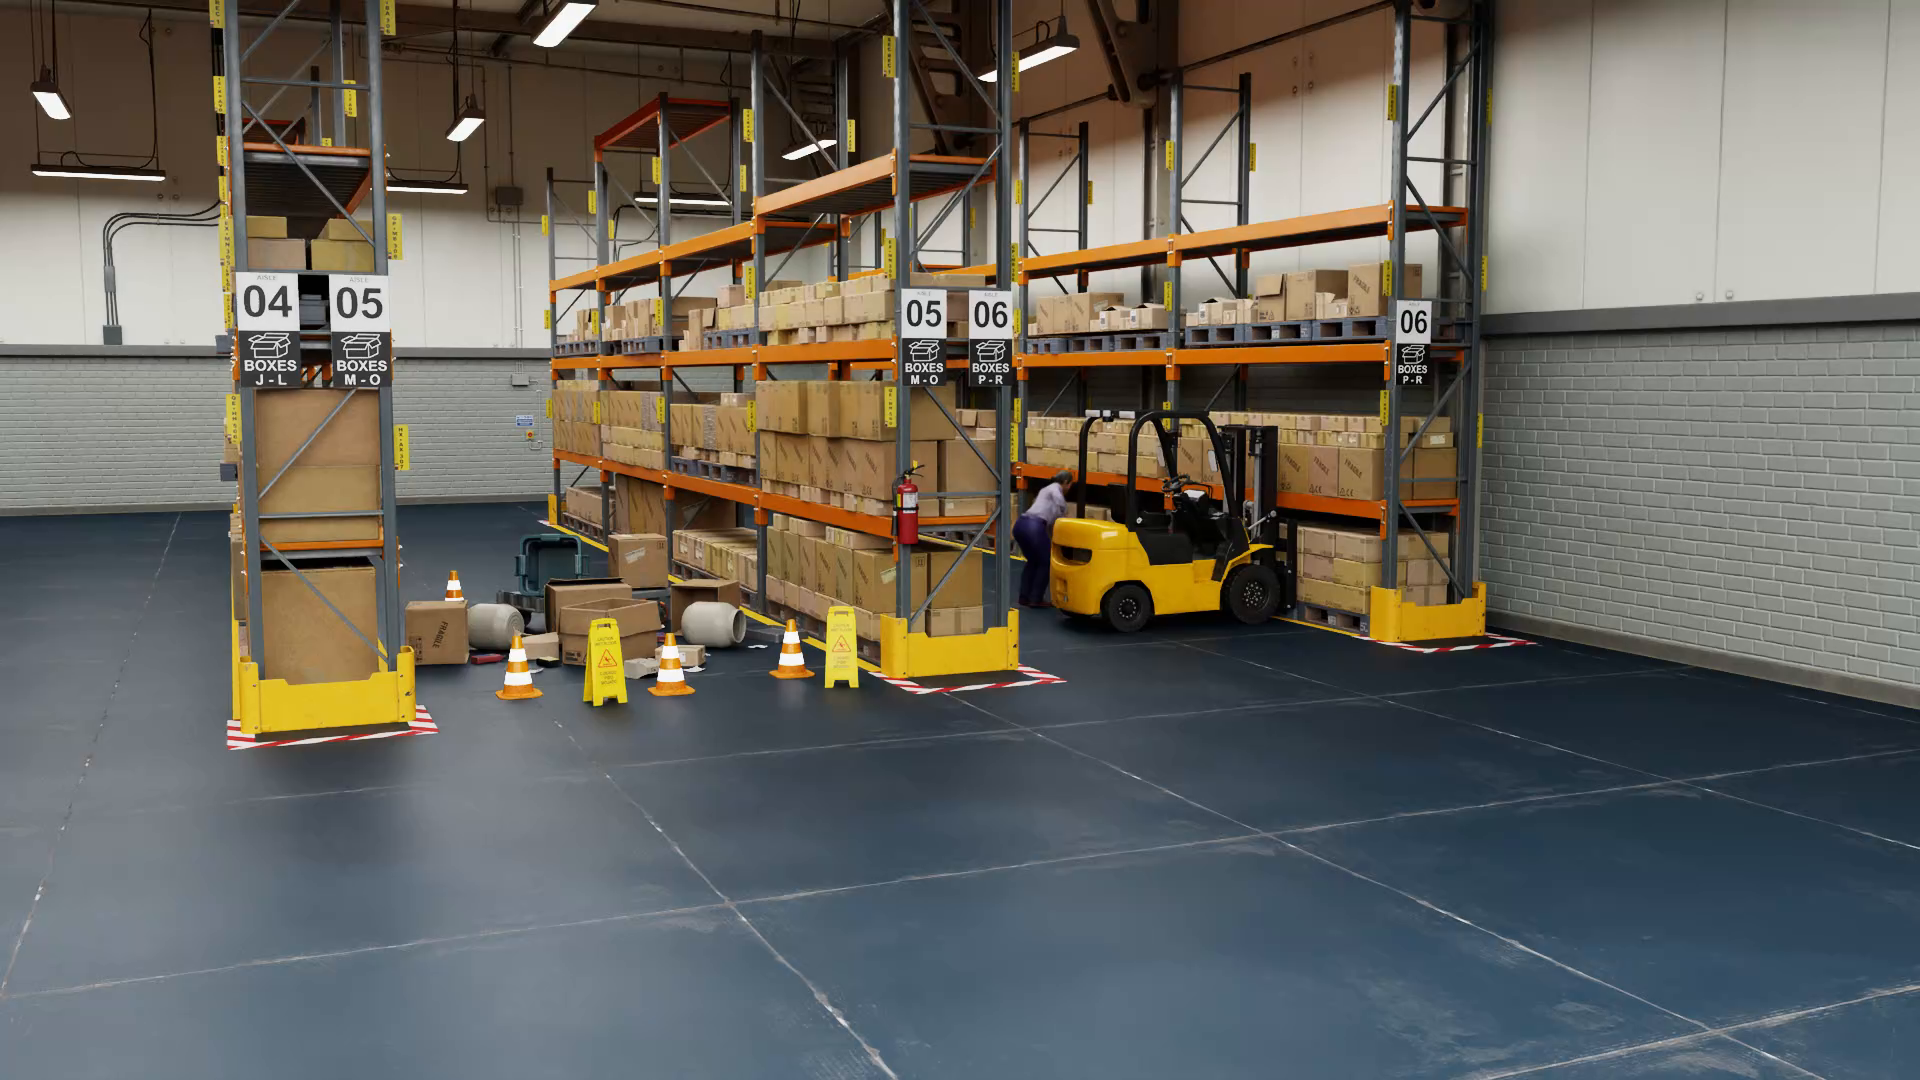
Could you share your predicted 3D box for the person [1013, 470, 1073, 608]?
[{"bbox_3d":[0.930,-0.019,18.187,0.684,1.482,0.450,-3,6,-25],"label":"person"}]
